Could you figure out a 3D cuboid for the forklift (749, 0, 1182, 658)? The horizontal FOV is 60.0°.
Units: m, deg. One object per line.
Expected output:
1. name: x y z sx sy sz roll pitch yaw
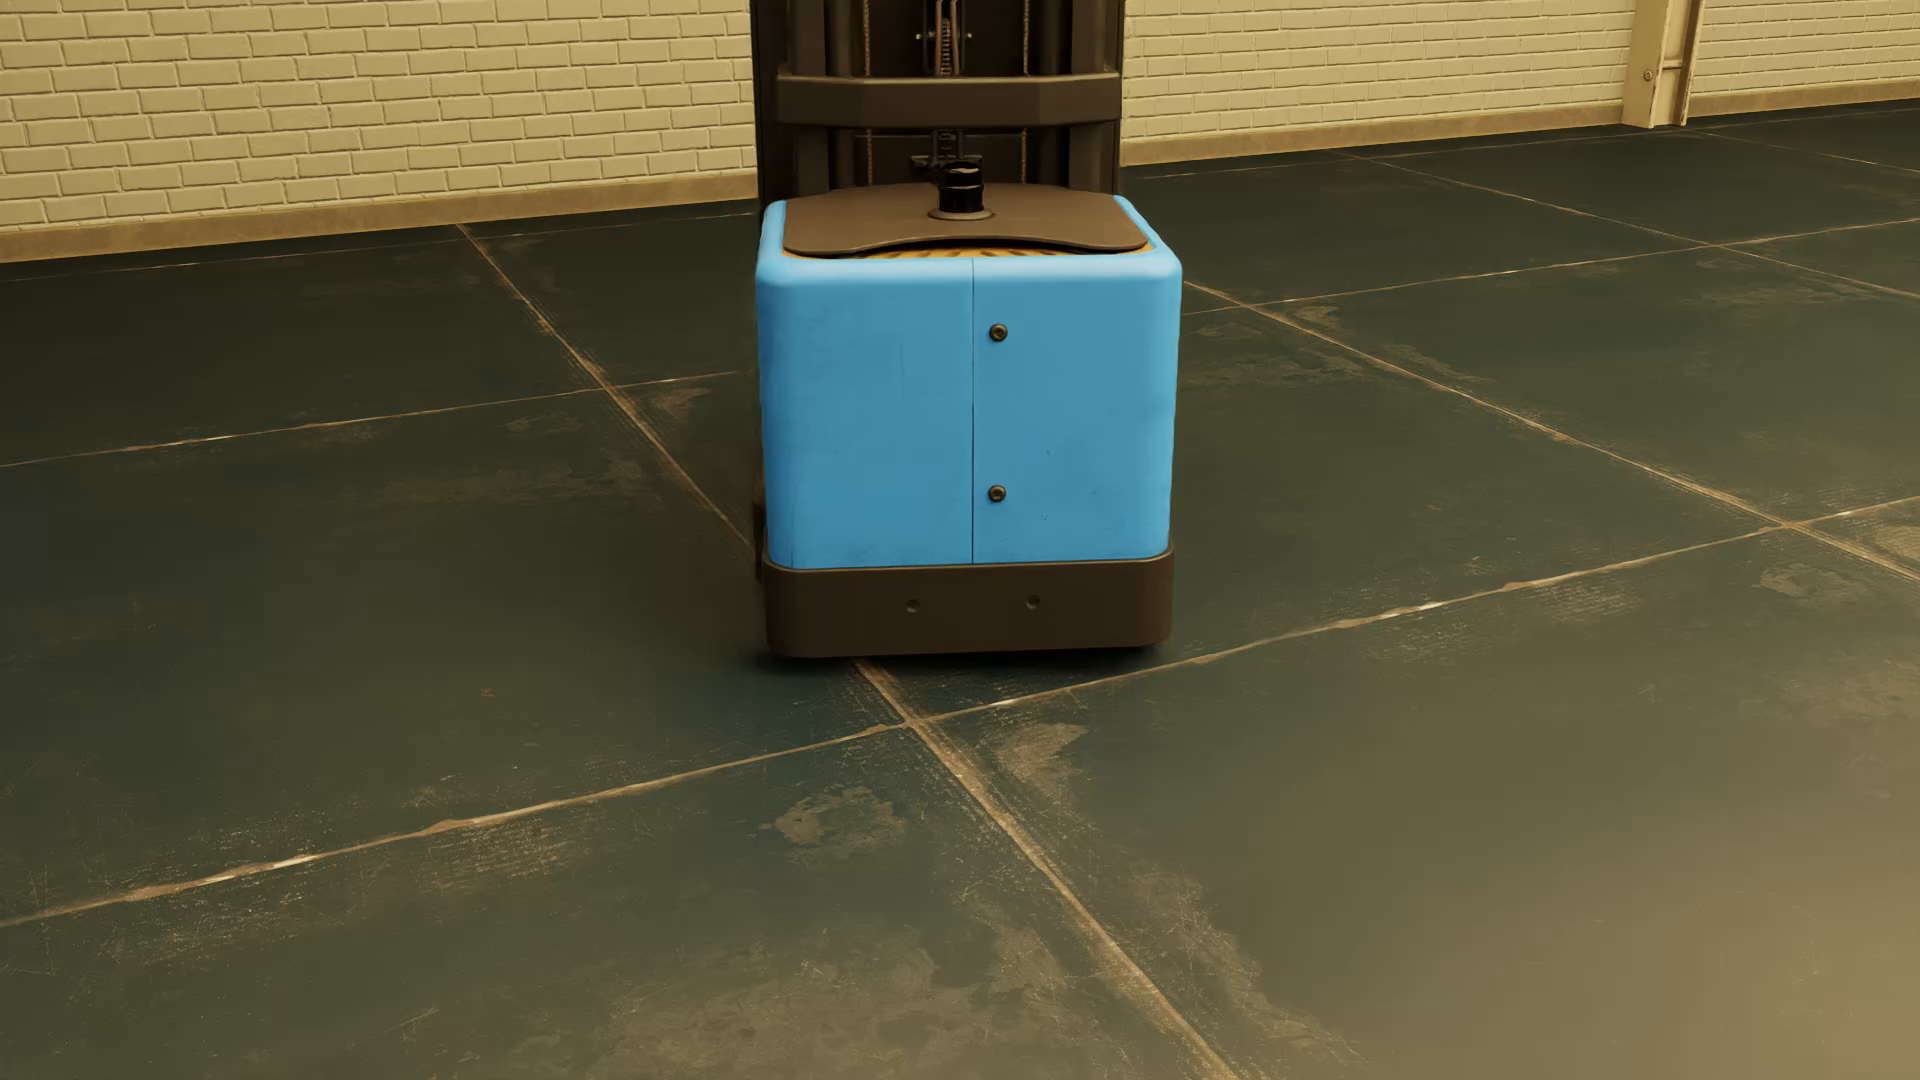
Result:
1. forklift: -0.085 -1.580 5.089 1.130 2.935 3.031 -2 23 -4
